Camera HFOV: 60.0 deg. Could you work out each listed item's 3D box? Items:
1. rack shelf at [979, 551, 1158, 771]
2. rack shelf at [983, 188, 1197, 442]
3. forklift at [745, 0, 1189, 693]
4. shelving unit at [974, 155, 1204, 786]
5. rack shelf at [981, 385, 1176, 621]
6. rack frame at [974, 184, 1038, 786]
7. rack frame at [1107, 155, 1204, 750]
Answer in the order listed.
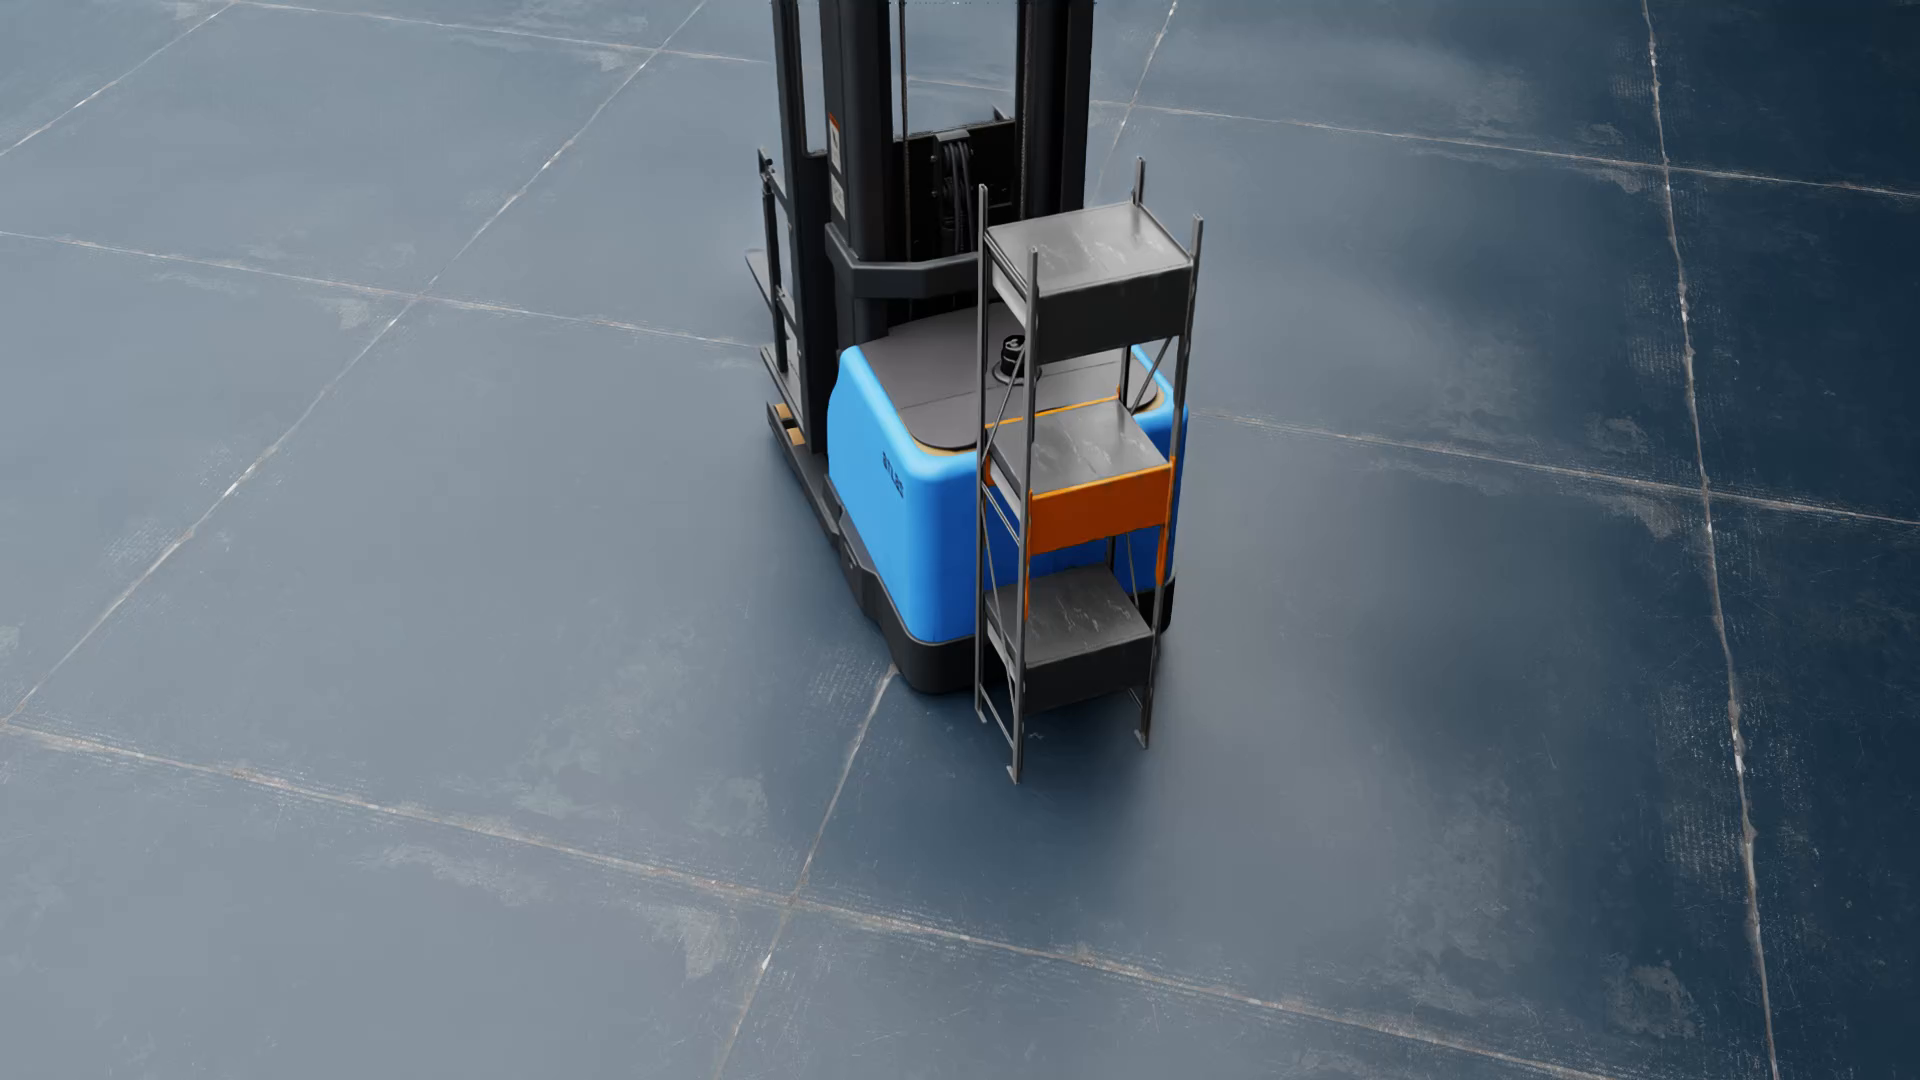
[{"bbox_3d":[0.358,0.415,5.732,0.480,0.518,0.431,-14,42,-16],"label":"rack shelf"},{"bbox_3d":[0.358,-0.657,4.832,0.480,0.518,0.431,-14,42,-16],"label":"rack shelf"},{"bbox_3d":[-0.196,-1.525,6.287,1.130,2.935,3.031,-14,42,-16],"label":"forklift"},{"bbox_3d":[0.358,-0.131,5.273,0.503,2.100,0.431,-14,42,-16],"label":"shelving unit"},{"bbox_3d":[0.358,-0.121,5.282,0.480,0.518,0.431,-14,42,-16],"label":"rack shelf"},{"bbox_3d":[0.130,-0.076,5.208,0.015,2.100,0.400,-14,42,-16],"label":"rack frame"},{"bbox_3d":[0.587,-0.186,5.339,0.015,2.100,0.400,-14,42,-16],"label":"rack frame"}]
